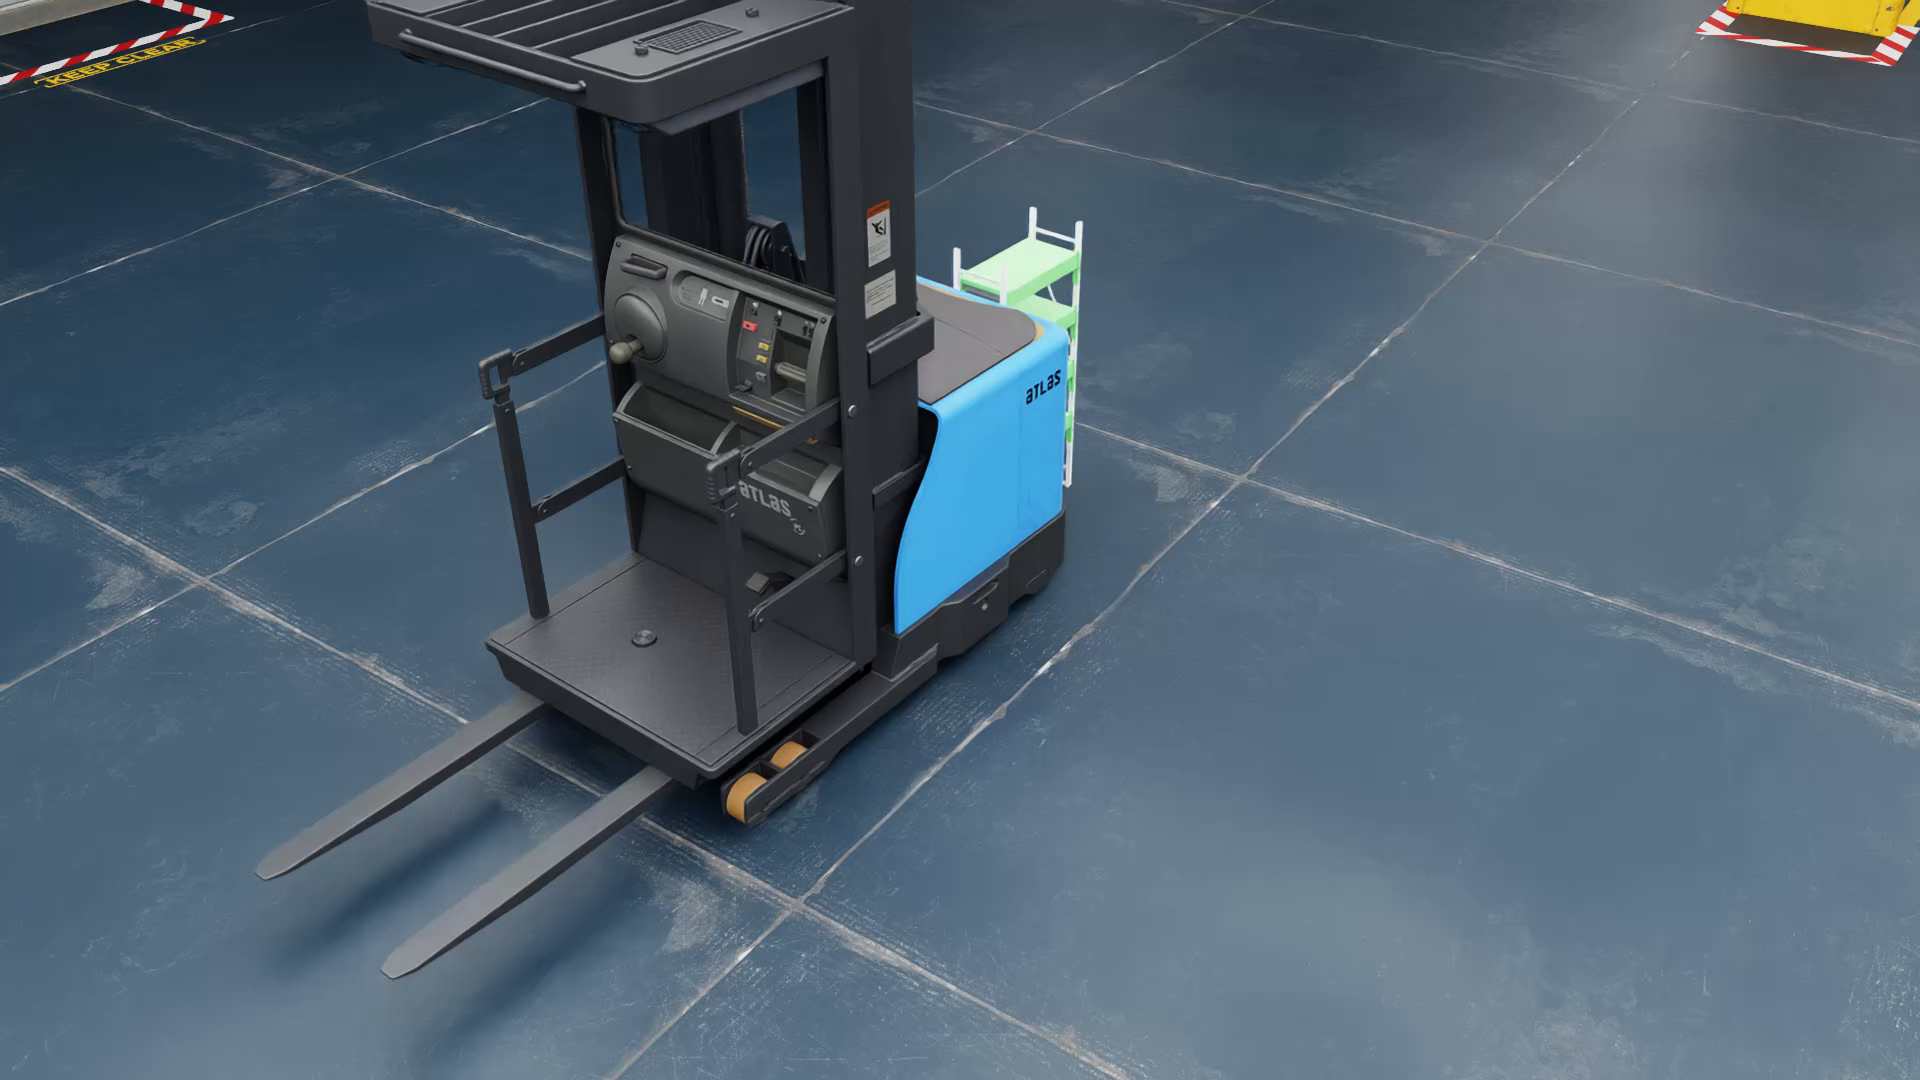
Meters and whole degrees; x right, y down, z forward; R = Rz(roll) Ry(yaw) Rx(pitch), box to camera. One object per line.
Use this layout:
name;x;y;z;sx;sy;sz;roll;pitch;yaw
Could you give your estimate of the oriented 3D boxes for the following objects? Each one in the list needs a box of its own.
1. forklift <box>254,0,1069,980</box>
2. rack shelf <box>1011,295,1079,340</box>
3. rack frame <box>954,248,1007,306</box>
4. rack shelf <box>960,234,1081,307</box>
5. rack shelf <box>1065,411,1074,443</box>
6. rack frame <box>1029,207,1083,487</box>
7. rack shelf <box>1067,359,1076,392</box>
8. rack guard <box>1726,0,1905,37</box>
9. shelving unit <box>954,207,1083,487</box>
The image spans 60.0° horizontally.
forklift;-0.894;-0.606;5.030;1.130;2.935;3.031;24;41;31
rack shelf;0.225;-0.806;6.557;0.258;0.148;0.480;24;41;31
rack frame;0.075;-0.553;6.496;0.240;1.200;0.015;24;41;31
rack shelf;0.225;-1.005;6.423;0.258;0.148;0.480;24;41;31
rack shelf;0.225;-0.409;6.826;0.258;0.148;0.480;24;41;31
rack frame;0.375;-0.768;6.815;0.240;1.200;0.015;24;41;31
rack shelf;0.225;-0.608;6.692;0.258;0.148;0.480;24;41;31
rack guard;6.433;-4.156;12.449;1.175;0.500;0.348;21;39;28
shelving unit;0.225;-0.661;6.656;0.258;1.200;0.503;24;41;31
